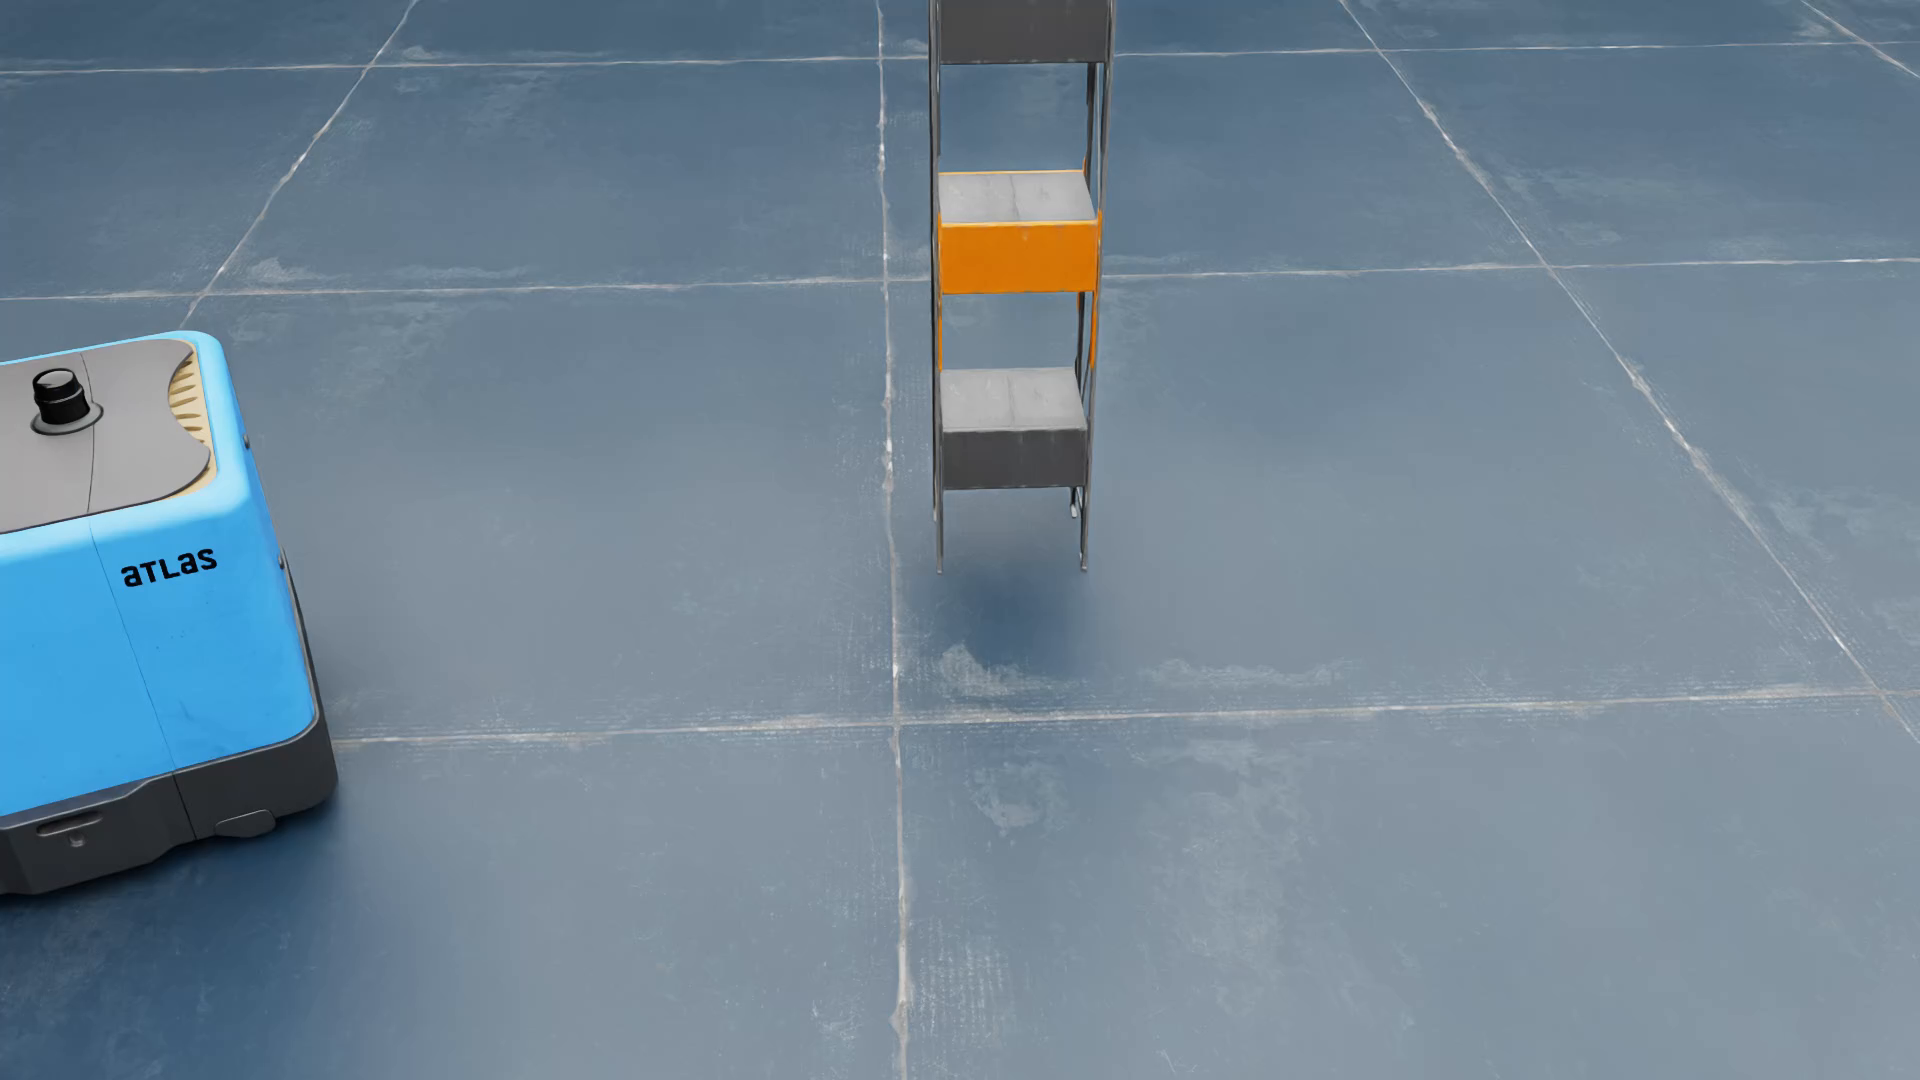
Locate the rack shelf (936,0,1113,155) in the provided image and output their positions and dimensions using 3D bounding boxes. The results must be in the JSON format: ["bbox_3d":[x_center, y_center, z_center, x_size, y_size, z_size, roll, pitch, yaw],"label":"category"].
[{"bbox_3d":[0.165,-1.432,4.768,0.480,0.518,0.431,-2,35,-2],"label":"rack shelf"}]

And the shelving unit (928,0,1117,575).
[{"bbox_3d":[0.165,-0.868,5.159,0.503,2.100,0.431,-2,35,-2],"label":"shelving unit"}]

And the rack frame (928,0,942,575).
[{"bbox_3d":[-0.078,-0.861,5.149,0.015,2.100,0.400,-2,35,-2],"label":"rack frame"}]

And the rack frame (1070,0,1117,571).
[{"bbox_3d":[0.409,-0.874,5.168,0.015,2.100,0.400,-2,35,-2],"label":"rack frame"}]

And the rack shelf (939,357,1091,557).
[{"bbox_3d":[0.165,-0.281,5.565,0.480,0.518,0.431,-2,35,-2],"label":"rack shelf"}]

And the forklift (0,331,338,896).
[{"bbox_3d":[-3.298,-0.341,3.668,3.031,2.935,1.130,-15,37,-20],"label":"forklift"}]

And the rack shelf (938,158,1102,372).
[{"bbox_3d":[0.165,-0.857,5.167,0.480,0.518,0.431,-2,35,-2],"label":"rack shelf"}]
